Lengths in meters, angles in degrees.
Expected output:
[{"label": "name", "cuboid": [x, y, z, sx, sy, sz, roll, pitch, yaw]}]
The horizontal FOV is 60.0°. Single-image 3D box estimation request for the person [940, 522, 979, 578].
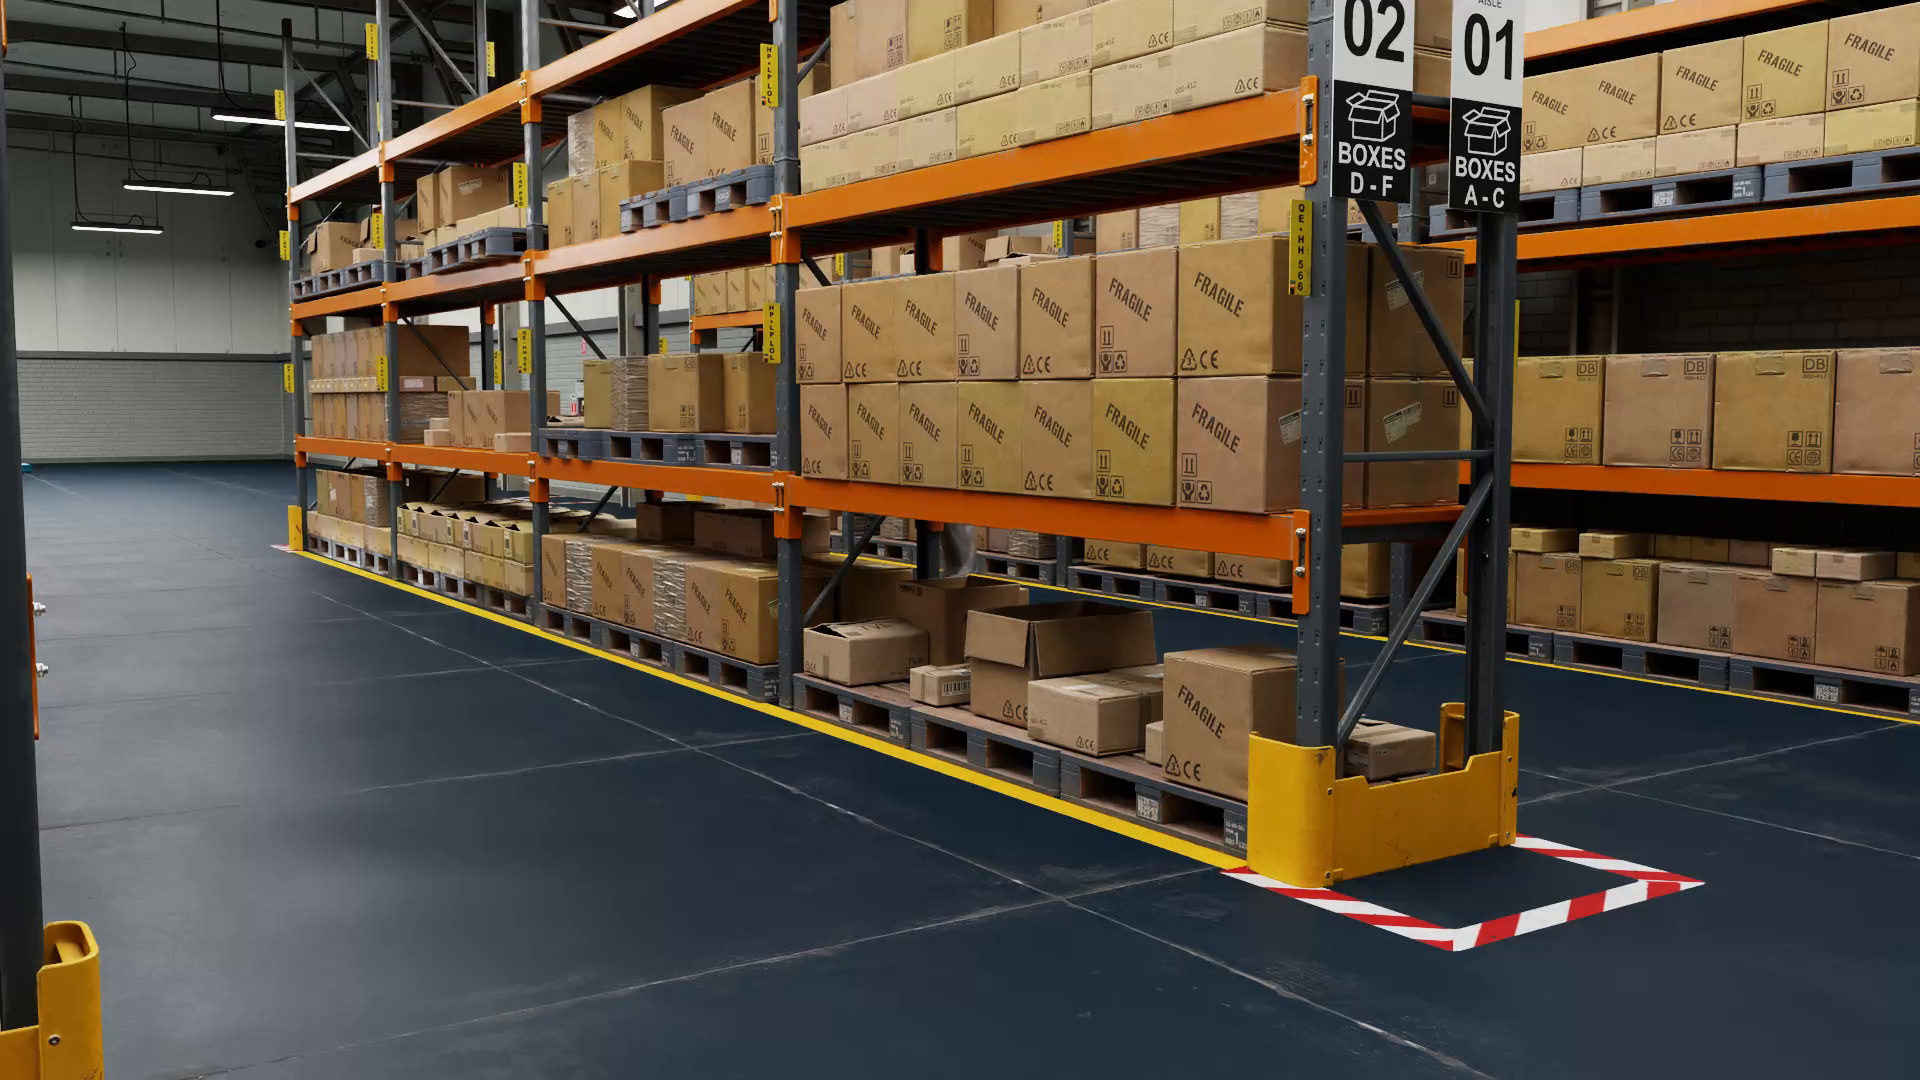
[{"label": "person", "cuboid": [-0.042, -0.164, 12.721, 0.396, 1.648, 0.488, -3, 6, -32]}]
